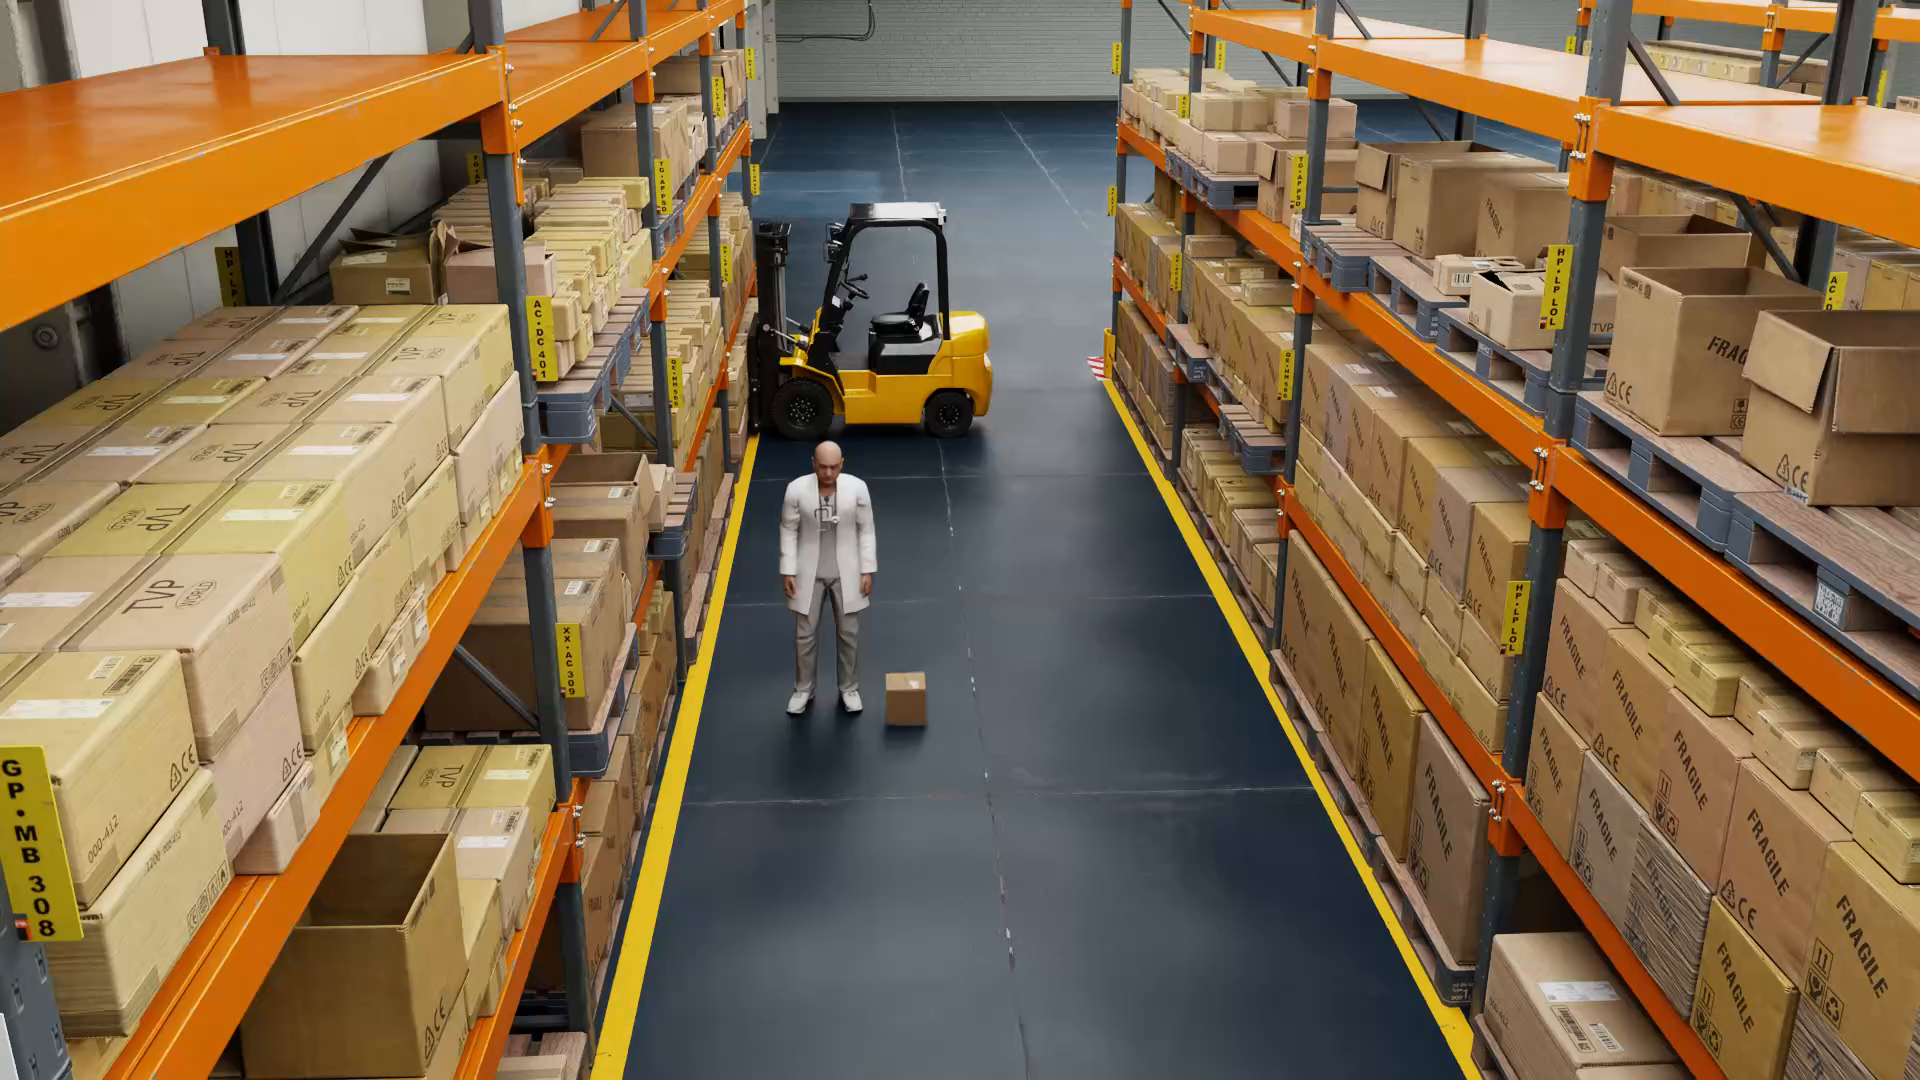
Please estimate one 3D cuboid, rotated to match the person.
[{"bbox_3d":[-0.836,0.220,10.497,0.611,1.774,0.426,-1,20,-4],"label":"person"}]
